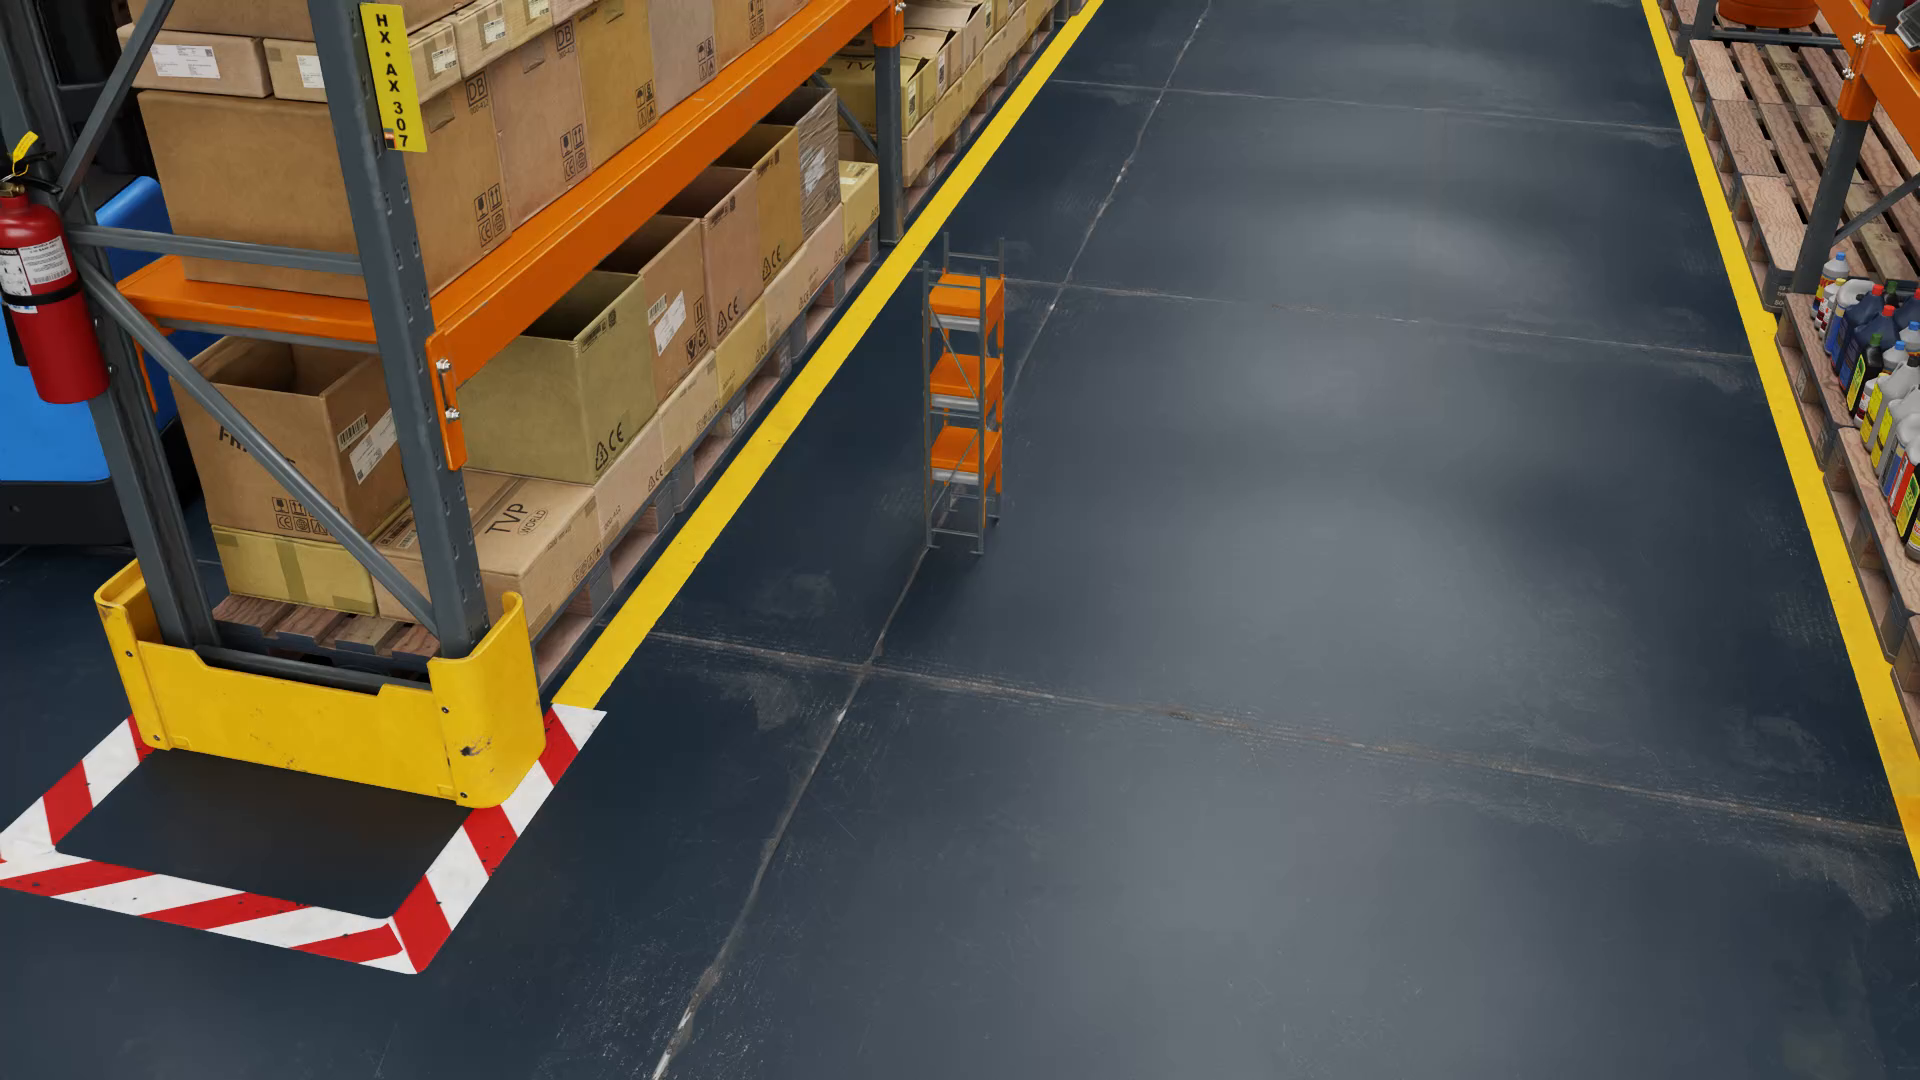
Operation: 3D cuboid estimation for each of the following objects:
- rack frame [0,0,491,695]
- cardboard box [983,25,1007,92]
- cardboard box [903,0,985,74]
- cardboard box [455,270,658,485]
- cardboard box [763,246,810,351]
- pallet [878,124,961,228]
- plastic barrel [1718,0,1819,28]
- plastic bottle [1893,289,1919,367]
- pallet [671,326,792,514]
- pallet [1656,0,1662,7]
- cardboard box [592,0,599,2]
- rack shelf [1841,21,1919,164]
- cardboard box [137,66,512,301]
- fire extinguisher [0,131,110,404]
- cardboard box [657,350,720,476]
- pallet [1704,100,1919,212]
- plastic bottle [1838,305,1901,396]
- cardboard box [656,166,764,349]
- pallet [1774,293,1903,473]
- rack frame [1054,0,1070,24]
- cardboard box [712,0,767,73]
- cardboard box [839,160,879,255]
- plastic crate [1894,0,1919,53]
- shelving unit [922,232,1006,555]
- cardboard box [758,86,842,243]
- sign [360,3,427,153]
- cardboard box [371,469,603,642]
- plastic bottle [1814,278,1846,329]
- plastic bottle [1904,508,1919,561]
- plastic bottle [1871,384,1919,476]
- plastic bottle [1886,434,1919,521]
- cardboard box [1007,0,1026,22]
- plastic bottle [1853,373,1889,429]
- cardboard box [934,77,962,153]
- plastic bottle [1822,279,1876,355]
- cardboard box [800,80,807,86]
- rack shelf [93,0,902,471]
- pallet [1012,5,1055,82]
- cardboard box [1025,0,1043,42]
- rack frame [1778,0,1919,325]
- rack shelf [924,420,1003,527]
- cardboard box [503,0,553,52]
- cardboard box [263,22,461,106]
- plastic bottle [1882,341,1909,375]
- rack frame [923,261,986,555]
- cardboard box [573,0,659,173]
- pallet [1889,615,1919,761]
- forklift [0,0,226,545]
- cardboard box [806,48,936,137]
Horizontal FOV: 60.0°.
[{"bbox_3d":[-1.786,-0.699,4.053,1.000,3.000,0.127,8,33,12],"label":"rack frame"},{"bbox_3d":[-0.039,-2.765,9.475,0.500,0.250,0.500,9,33,13],"label":"cardboard box"},{"bbox_3d":[-0.163,-2.736,8.907,0.500,0.311,0.500,7,33,11],"label":"cardboard box"},{"bbox_3d":[-1.310,-0.540,5.276,0.500,0.500,0.500,8,33,12],"label":"cardboard box"},{"bbox_3d":[-0.927,-1.001,6.701,0.500,0.250,0.500,8,33,12],"label":"cardboard box"},{"bbox_3d":[-0.622,-1.985,8.676,1.003,0.211,1.213,8,33,12],"label":"pallet"},{"bbox_3d":[5.142,-3.692,10.392,0.600,0.830,0.708,8,33,12],"label":"plastic barrel"},{"bbox_3d":[3.552,-0.784,6.246,0.144,0.351,0.185,8,33,12],"label":"plastic bottle"},{"bbox_3d":[-1.321,-0.556,6.427,1.003,0.211,1.213,8,33,12],"label":"pallet"},{"bbox_3d":[5.506,-4.043,11.913,1.003,0.211,1.213,8,33,12],"label":"pallet"},{"bbox_3d":[-1.218,-1.725,4.970,0.380,0.149,0.250,7,33,11],"label":"cardboard box"},{"bbox_3d":[3.512,-0.757,4.815,1.077,0.370,4.000,8,33,12],"label":"rack shelf"},{"bbox_3d":[-1.655,-0.982,4.405,0.700,0.500,0.500,8,33,12],"label":"cardboard box"},{"bbox_3d":[-2.266,-0.668,4.077,0.296,0.674,0.183,8,33,12],"label":"fire extinguisher"},{"bbox_3d":[-1.184,-0.483,5.885,0.500,0.250,0.500,8,33,12],"label":"cardboard box"},{"bbox_3d":[4.488,-1.969,8.651,1.003,0.211,1.213,8,33,12],"label":"pallet"},{"bbox_3d":[3.365,-0.706,6.123,0.144,0.351,0.185,7,33,10],"label":"plastic bottle"},{"bbox_3d":[-1.052,-1.058,6.091,0.500,0.500,0.500,8,33,12],"label":"cardboard box"},{"bbox_3d":[3.808,-0.579,6.463,1.003,0.211,1.213,8,33,12],"label":"pallet"},{"bbox_3d":[0.244,-4.850,10.584,1.000,3.000,0.127,8,33,12],"label":"rack frame"},{"bbox_3d":[-1.136,-2.051,6.087,0.700,0.500,0.500,9,33,13],"label":"cardboard box"},{"bbox_3d":[-0.677,-1.521,7.518,0.500,0.250,0.500,8,33,12],"label":"cardboard box"},{"bbox_3d":[3.763,-1.818,5.871,0.767,0.338,0.504,8,33,12],"label":"plastic crate"},{"bbox_3d":[0.014,-0.471,5.512,0.215,1.050,0.252,8,33,12],"label":"shelving unit"},{"bbox_3d":[-0.816,-1.580,6.911,0.500,0.500,0.500,8,33,12],"label":"cardboard box"},{"bbox_3d":[-1.251,-1.019,3.676,0.100,0.325,0.005,8,33,12],"label":"sign"},{"bbox_3d":[-1.435,0.036,5.068,0.500,0.250,0.500,8,33,12],"label":"cardboard box"},{"bbox_3d":[3.488,-0.945,6.638,0.097,0.201,0.097,0,32,0],"label":"plastic bottle"},{"bbox_3d":[3.046,-0.040,5.215,0.097,0.201,0.097,0,32,0],"label":"plastic bottle"},{"bbox_3d":[3.210,-0.389,5.624,0.144,0.351,0.185,9,34,14],"label":"plastic bottle"},{"bbox_3d":[3.136,-0.199,5.395,0.152,0.276,0.135,8,33,13],"label":"plastic bottle"},{"bbox_3d":[0.093,-3.266,9.741,0.500,0.311,0.500,8,33,12],"label":"cardboard box"},{"bbox_3d":[3.270,-0.499,5.937,0.097,0.201,0.097,0,32,0],"label":"plastic bottle"},{"bbox_3d":[-0.298,-2.232,8.637,0.500,0.250,0.500,9,33,14],"label":"cardboard box"},{"bbox_3d":[3.459,-0.857,6.431,0.152,0.276,0.135,9,34,14],"label":"plastic bottle"},{"bbox_3d":[-0.946,-2.277,8.185,0.500,0.311,0.500,8,33,12],"label":"cardboard box"},{"bbox_3d":[-1.279,-1.433,5.879,1.077,0.370,4.000,8,33,12],"label":"rack shelf"},{"bbox_3d":[-0.003,-3.252,10.668,1.003,0.211,1.213,8,33,12],"label":"pallet"},{"bbox_3d":[0.219,-3.293,10.305,0.500,0.250,0.500,8,33,12],"label":"cardboard box"},{"bbox_3d":[4.019,-2.098,6.255,1.000,3.000,0.127,8,33,12],"label":"rack frame"},{"bbox_3d":[0.014,-0.227,5.667,0.215,0.259,0.240,8,33,12],"label":"rack shelf"},{"bbox_3d":[-1.349,-1.456,4.546,0.380,0.149,0.250,8,33,13],"label":"cardboard box"},{"bbox_3d":[-1.478,-1.189,4.127,0.380,0.149,0.250,8,33,12],"label":"cardboard box"},{"bbox_3d":[3.364,-0.591,6.016,0.097,0.271,0.097,0,32,0],"label":"plastic bottle"},{"bbox_3d":[-0.017,-0.408,5.412,0.200,1.050,0.008,8,33,12],"label":"rack frame"},{"bbox_3d":[-1.395,-1.512,5.239,0.700,0.500,0.500,8,33,13],"label":"cardboard box"},{"bbox_3d":[3.189,0.688,4.472,1.003,0.211,1.213,8,33,12],"label":"pallet"},{"bbox_3d":[-3.263,-1.974,6.123,1.130,2.935,3.031,0,32,1],"label":"forklift"},{"bbox_3d":[-0.425,-2.209,8.077,0.500,0.311,0.500,8,33,13],"label":"cardboard box"}]
